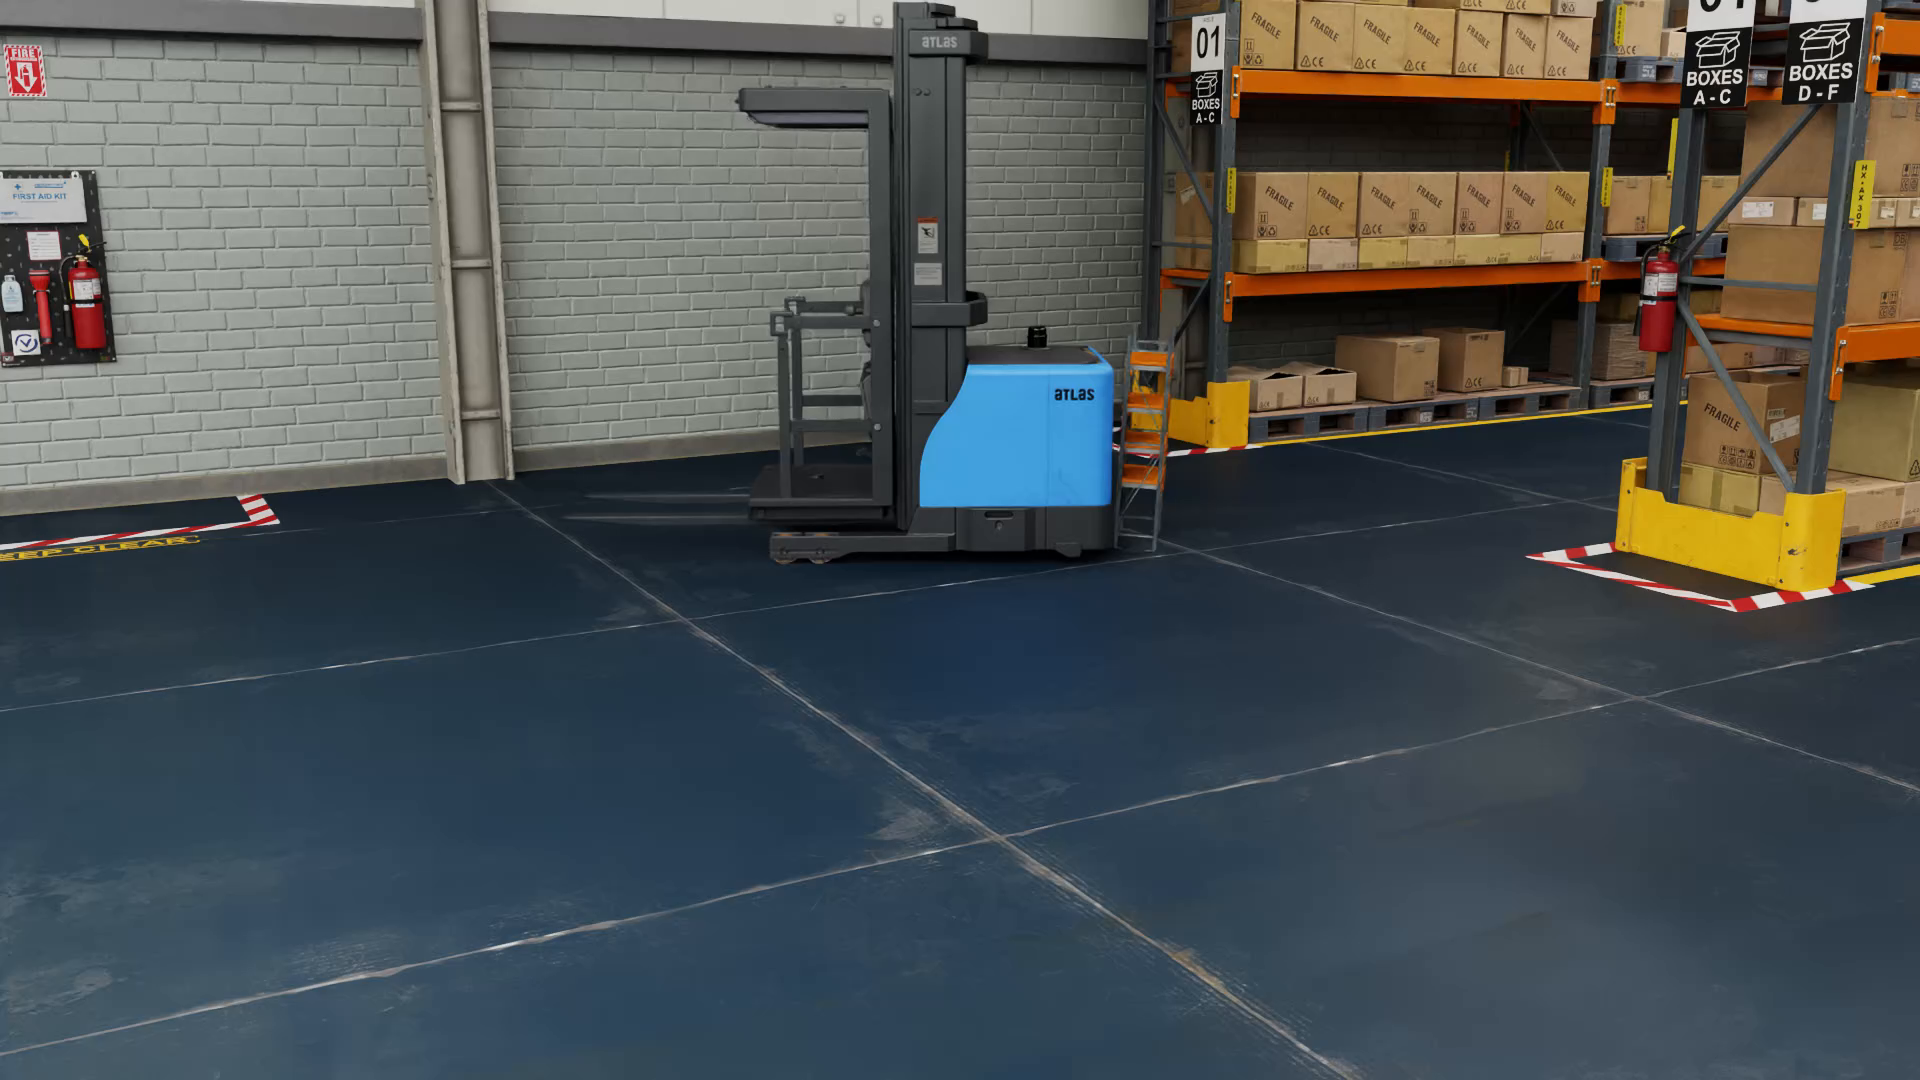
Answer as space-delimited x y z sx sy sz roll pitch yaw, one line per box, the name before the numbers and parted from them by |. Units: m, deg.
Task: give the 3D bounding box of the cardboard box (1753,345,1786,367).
cardboard box | 7.660 -2.001 16.358 0.500 0.500 0.700 -7 14 -28

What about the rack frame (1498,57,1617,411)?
rack frame | 5.264 -2.702 14.785 0.127 3.000 1.000 -7 14 -28

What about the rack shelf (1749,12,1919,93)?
rack shelf | 5.885 -2.650 9.359 4.000 0.370 1.077 -7 14 -28

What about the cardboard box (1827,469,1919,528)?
cardboard box | 5.144 -0.258 9.228 0.500 0.250 0.500 -7 14 -28

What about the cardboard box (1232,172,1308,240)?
cardboard box | 2.316 -2.576 12.813 0.500 0.500 0.500 -7 14 -28

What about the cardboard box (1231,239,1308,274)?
cardboard box | 2.333 -2.208 12.885 0.500 0.250 0.500 -7 15 -29

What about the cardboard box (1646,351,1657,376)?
cardboard box | 6.331 -1.842 15.654 0.500 0.500 0.700 -7 15 -29

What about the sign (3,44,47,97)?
sign | -5.556 -2.787 9.883 0.199 0.298 0.001 -7 14 -28

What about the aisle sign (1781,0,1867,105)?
aisle sign | 4.219 -2.530 8.096 0.004 0.787 0.394 -7 14 -28

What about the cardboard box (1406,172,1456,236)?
cardboard box | 3.658 -2.736 13.523 0.500 0.500 0.500 -6 14 -26

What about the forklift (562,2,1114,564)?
forklift | -0.685 -1.415 9.222 3.031 2.935 1.130 0 13 -1

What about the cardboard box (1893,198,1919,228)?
cardboard box | 4.808 -1.721 8.717 0.250 0.149 0.380 -7 15 -29

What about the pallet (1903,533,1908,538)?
pallet | 5.850 -0.183 9.941 1.213 0.211 1.003 -7 14 -28

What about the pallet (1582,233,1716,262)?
pallet | 6.004 -2.661 15.039 1.213 0.211 1.003 -7 14 -28

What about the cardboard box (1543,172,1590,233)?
cardboard box | 4.997 -2.895 14.231 0.500 0.500 0.500 -7 14 -28

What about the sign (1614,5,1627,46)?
sign | 5.531 -4.314 13.938 0.005 0.325 0.100 -7 14 -28

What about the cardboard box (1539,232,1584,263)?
cardboard box | 4.993 -2.531 14.318 0.500 0.250 0.500 -7 14 -28

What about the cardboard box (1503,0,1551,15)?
cardboard box | 4.475 -4.547 13.599 0.500 0.500 0.500 -6 14 -25

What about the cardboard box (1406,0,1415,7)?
cardboard box | 3.368 -4.546 13.593 0.500 0.500 0.500 -7 14 -28

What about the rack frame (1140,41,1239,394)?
rack frame | 1.753 -2.281 12.915 0.127 3.000 1.000 -7 14 -28

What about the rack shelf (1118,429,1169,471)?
rack shelf | 1.044 -0.515 9.442 0.258 0.148 0.480 5 13 8

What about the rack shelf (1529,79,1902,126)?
rack shelf | 7.019 -4.025 15.469 4.000 0.370 1.077 -7 14 -28

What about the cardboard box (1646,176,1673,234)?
cardboard box | 6.221 -3.070 15.189 0.500 0.500 0.700 -5 14 -22

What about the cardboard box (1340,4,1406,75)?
cardboard box | 3.109 -3.895 12.981 0.500 0.500 0.500 -6 14 -25

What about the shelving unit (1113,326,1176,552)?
shelving unit | 1.047 -0.580 9.427 0.258 1.200 0.503 5 13 8

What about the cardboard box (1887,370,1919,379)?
cardboard box | 5.578 -0.678 9.389 0.500 0.500 0.500 -7 14 -28

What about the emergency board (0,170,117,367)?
emergency board | -5.501 -1.638 10.056 0.643 1.169 0.194 -7 14 -28

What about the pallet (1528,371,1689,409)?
pallet | 5.947 -1.424 15.456 1.213 0.211 1.003 -7 14 -28

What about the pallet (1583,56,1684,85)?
pallet | 5.857 -4.118 14.673 1.003 0.211 1.213 -7 14 -28

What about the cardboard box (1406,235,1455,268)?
cardboard box | 3.677 -2.371 13.608 0.500 0.250 0.500 -7 14 -27

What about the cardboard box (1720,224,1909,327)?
cardboard box | 4.546 -1.423 8.871 0.500 0.500 0.700 -7 14 -28

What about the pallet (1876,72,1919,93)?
pallet | 9.315 -4.572 16.692 1.003 0.211 1.213 -6 14 -25

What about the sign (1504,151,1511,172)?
sign | 4.995 -3.374 15.131 0.005 0.325 0.100 -7 14 -28

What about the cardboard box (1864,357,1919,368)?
cardboard box | 5.768 -0.831 10.066 0.500 0.500 0.500 -7 14 -28

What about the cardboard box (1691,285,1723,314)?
cardboard box | 7.188 -2.295 15.960 0.500 0.250 0.500 -7 14 -28

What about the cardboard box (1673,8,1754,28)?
cardboard box | 6.865 -4.591 15.162 0.500 0.500 0.500 -7 15 -30

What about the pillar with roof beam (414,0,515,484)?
pillar with roof beam | -1.251 -3.988 6.833 0.400 9.000 9.100 -7 14 -28

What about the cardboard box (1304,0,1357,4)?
cardboard box | 2.672 -4.328 12.626 0.500 0.500 0.500 -7 14 -29

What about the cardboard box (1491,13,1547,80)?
cardboard box | 4.489 -4.073 13.769 0.500 0.500 0.500 -8 15 -33

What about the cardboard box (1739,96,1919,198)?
cardboard box | 4.592 -2.061 8.753 0.500 0.500 0.700 -7 14 -28

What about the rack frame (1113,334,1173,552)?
rack frame | 1.008 -0.528 9.192 0.240 1.200 0.015 5 13 8

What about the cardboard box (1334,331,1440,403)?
cardboard box | 3.572 -1.460 13.954 0.500 0.500 0.700 -8 15 -31

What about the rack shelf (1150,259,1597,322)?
rack shelf | 3.508 -2.141 13.929 4.000 0.370 1.077 -7 14 -28
